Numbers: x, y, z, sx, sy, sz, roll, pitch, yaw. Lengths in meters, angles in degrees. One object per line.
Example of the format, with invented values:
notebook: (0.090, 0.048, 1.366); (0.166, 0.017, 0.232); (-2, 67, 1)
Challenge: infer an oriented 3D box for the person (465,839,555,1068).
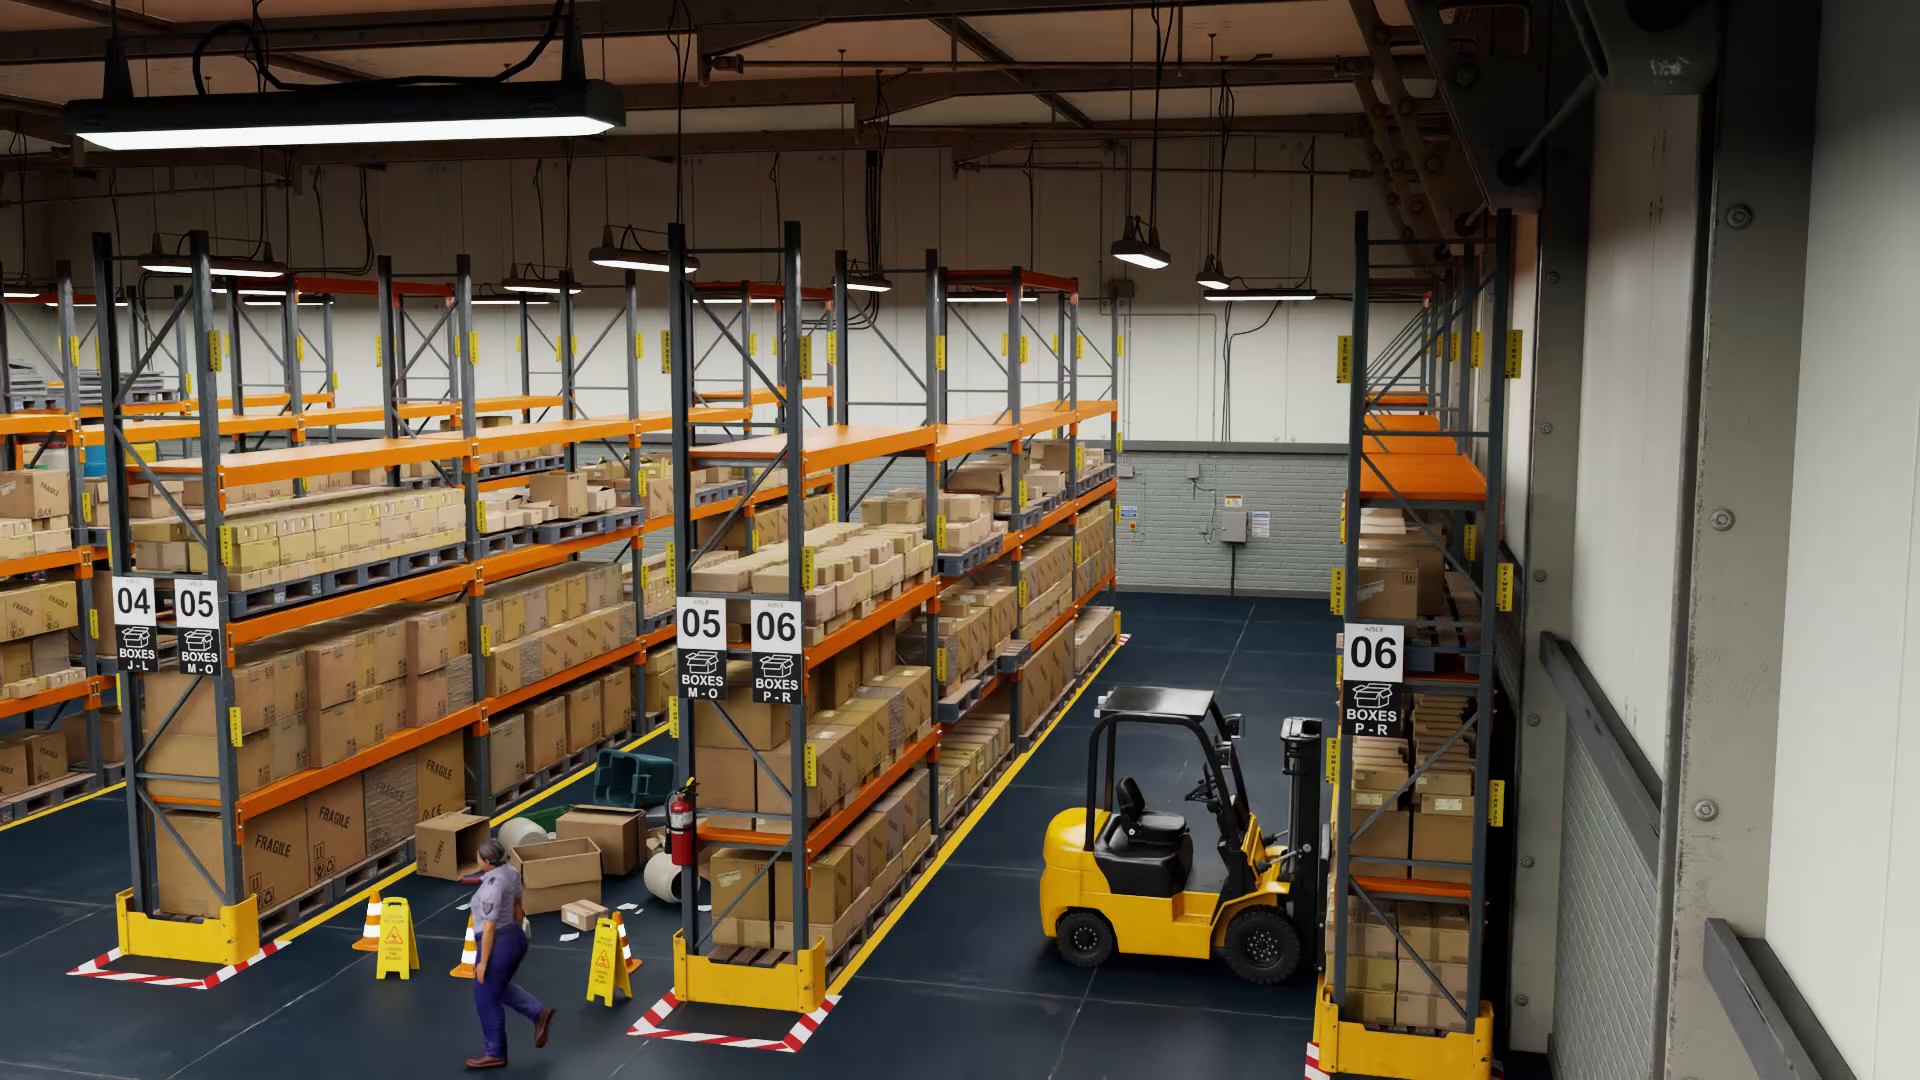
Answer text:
person: (-3.222, 2.919, 11.820); (0.579, 1.621, 0.525); (1, 7, 6)
